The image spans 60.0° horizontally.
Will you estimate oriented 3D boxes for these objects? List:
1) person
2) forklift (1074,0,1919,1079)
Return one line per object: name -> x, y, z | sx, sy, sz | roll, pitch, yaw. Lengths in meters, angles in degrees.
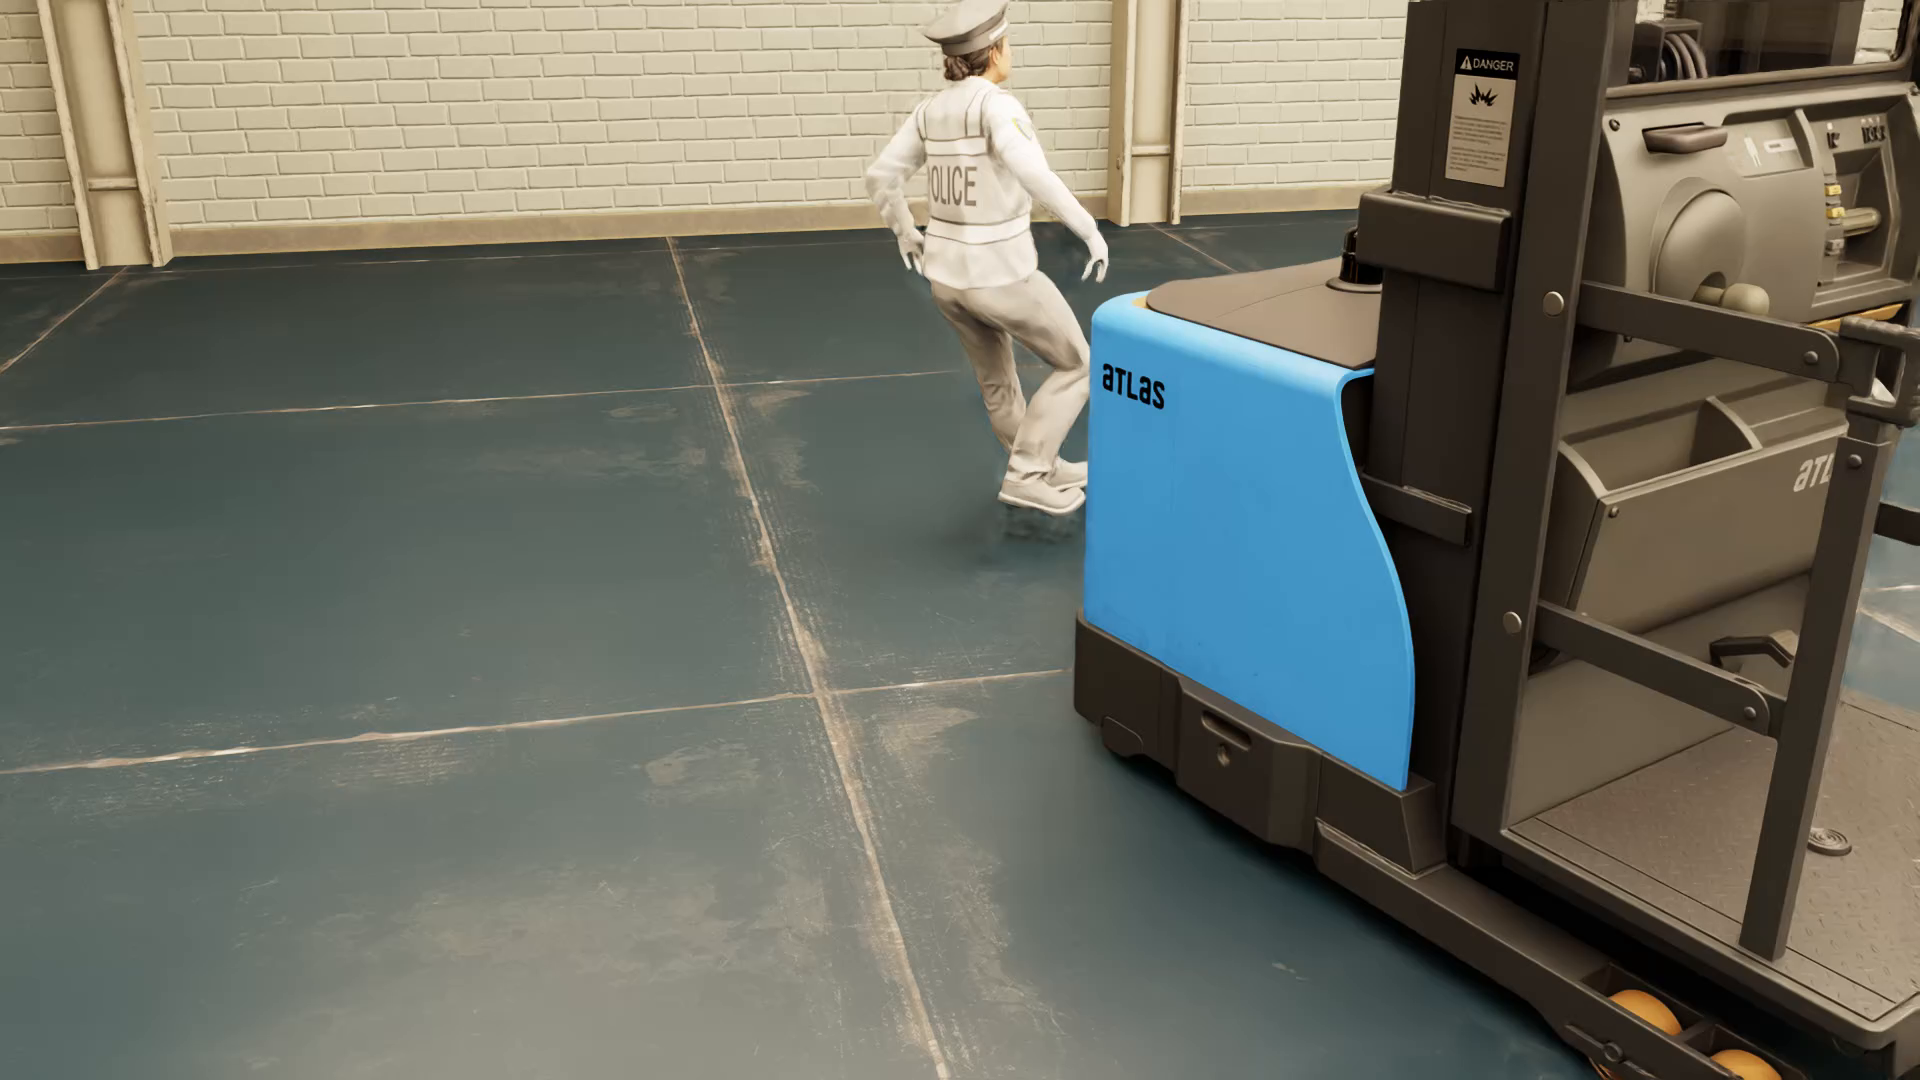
person -> 0.214, -0.860, 5.169 | 0.761, 1.620, 0.834 | -15, 26, -35
forklift -> 1.516, -0.565, 2.674 | 1.130, 2.935, 3.031 | -14, 25, -31
